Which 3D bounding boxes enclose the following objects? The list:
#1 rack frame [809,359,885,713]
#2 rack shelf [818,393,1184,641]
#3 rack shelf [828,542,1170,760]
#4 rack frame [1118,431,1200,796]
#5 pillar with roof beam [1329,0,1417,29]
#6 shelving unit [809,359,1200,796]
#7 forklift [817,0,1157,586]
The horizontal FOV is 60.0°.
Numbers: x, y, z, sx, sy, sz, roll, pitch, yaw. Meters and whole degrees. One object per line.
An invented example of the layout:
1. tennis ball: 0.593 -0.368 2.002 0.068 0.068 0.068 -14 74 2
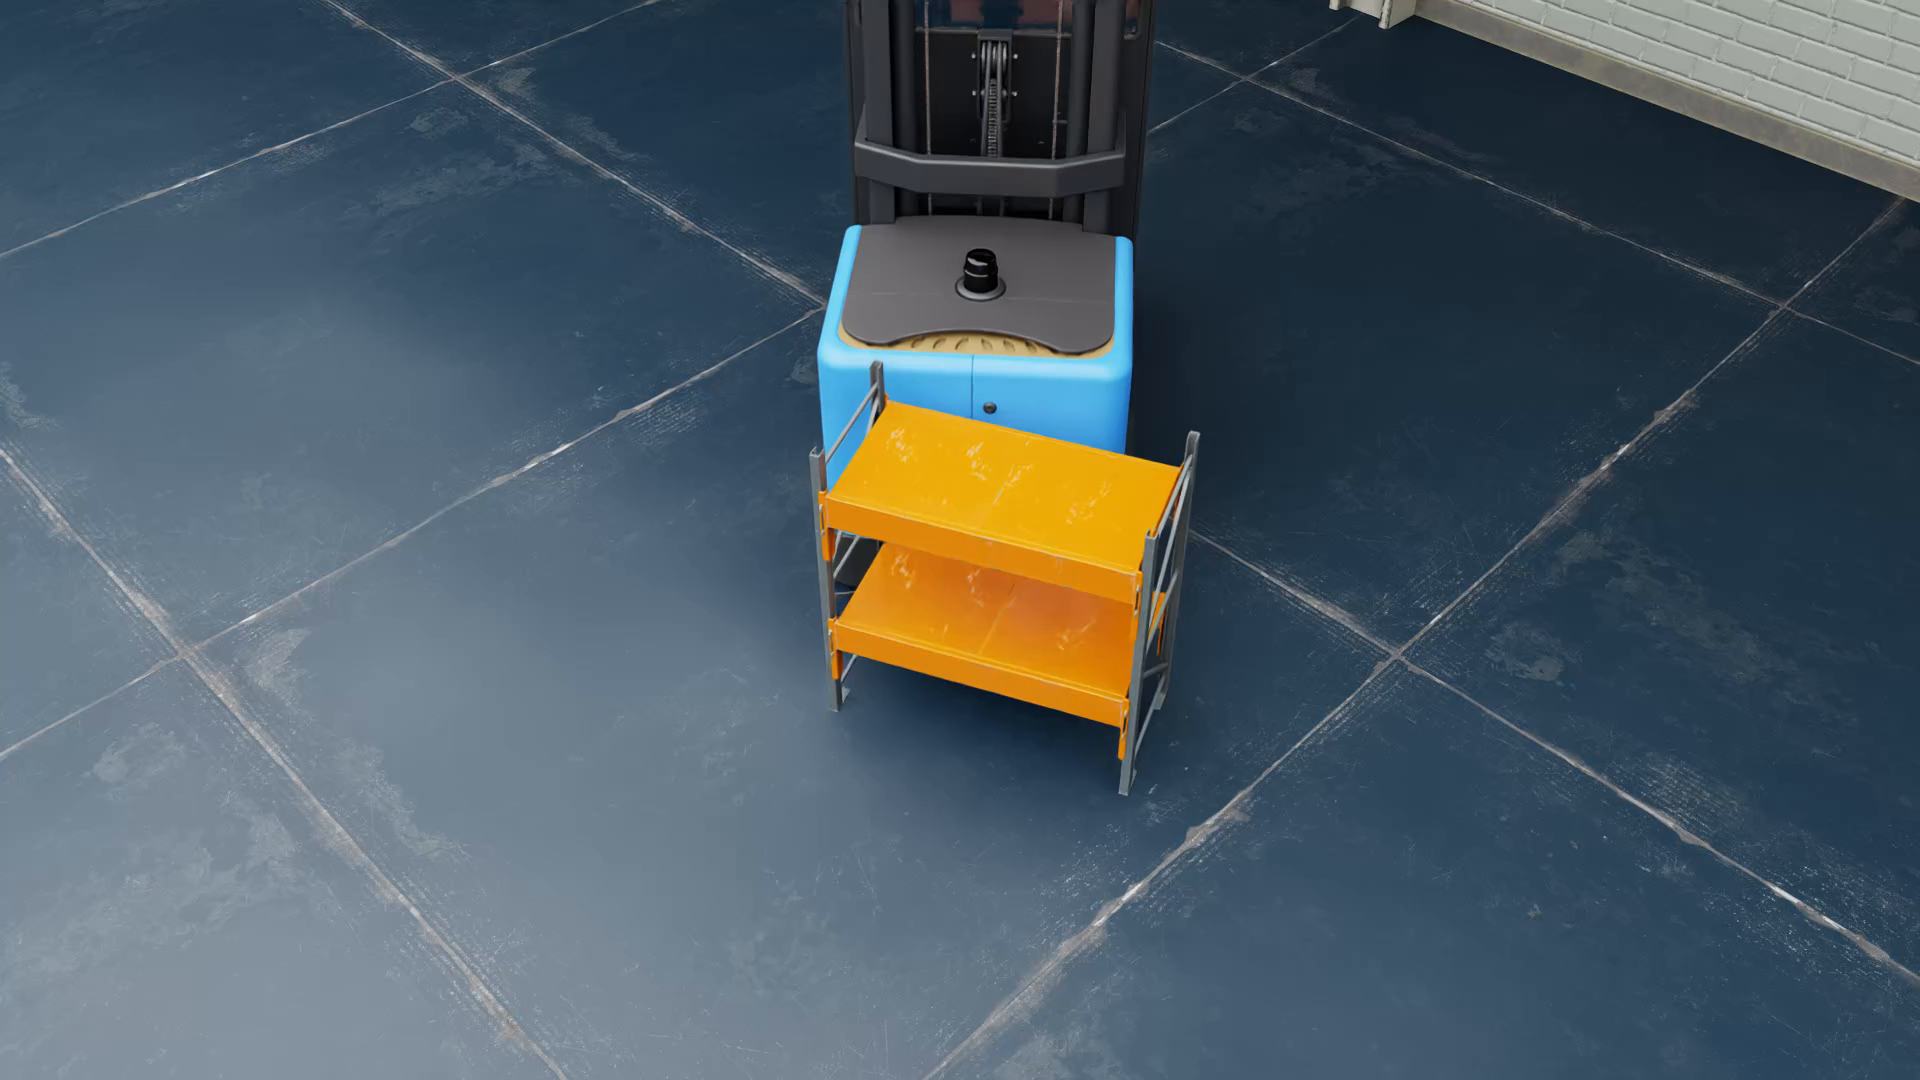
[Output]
1. rack frame: -0.340 0.010 5.411 0.032 1.125 0.500 14 45 15
2. rack shelf: 0.136 -0.085 5.082 1.000 0.278 0.538 14 45 15
3. rack shelf: 0.136 0.310 5.446 1.000 0.278 0.538 14 45 15
4. rack frame: 0.613 0.250 5.150 0.032 1.125 0.500 14 45 15
5. pillar with roof beam: -0.679 -4.285 4.257 9.100 9.000 0.400 -34 53 -31
6. shelving unit: 0.136 0.130 5.281 1.048 1.125 0.538 14 45 15
7. forklift: 0.155 -1.860 6.103 1.130 2.935 3.031 3 43 3
